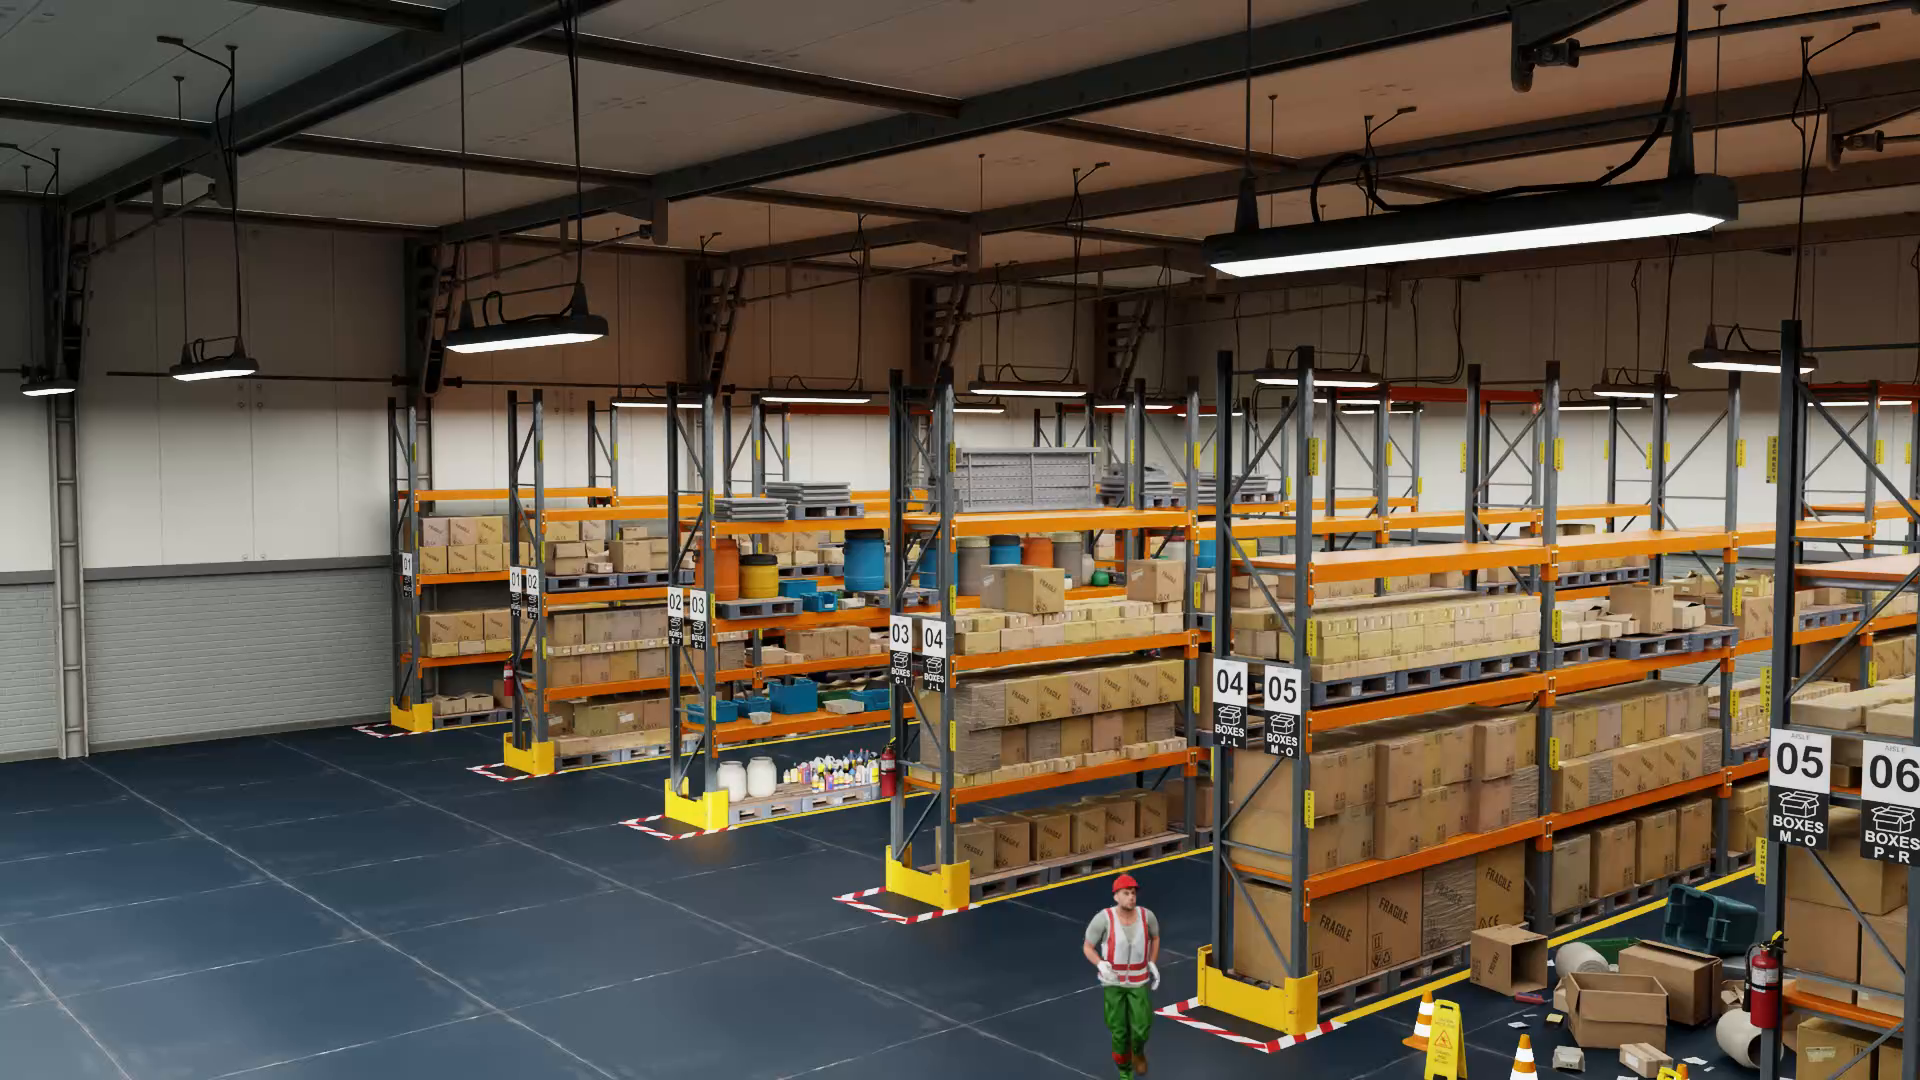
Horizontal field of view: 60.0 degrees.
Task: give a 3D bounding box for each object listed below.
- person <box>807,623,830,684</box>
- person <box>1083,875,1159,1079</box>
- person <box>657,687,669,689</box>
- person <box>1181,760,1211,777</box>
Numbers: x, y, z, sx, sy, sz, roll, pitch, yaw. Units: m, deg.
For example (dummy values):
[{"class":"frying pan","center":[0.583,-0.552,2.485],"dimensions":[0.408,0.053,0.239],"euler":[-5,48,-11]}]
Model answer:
[{"class":"person","center":[-2.845,2.391,33.657],"dimensions":[0.587,1.613,0.583],"euler":[3,5,44]},{"class":"person","center":[1.302,3.521,13.179],"dimensions":[0.641,1.750,0.618],"euler":[0,3,-6]},{"class":"person","center":[-5.408,2.478,31.234],"dimensions":[0.687,1.775,0.943],"euler":[2,4,36]},{"class":"person","center":[3.467,2.992,24.458],"dimensions":[0.899,1.550,0.560],"euler":[-3,5,-43]}]
